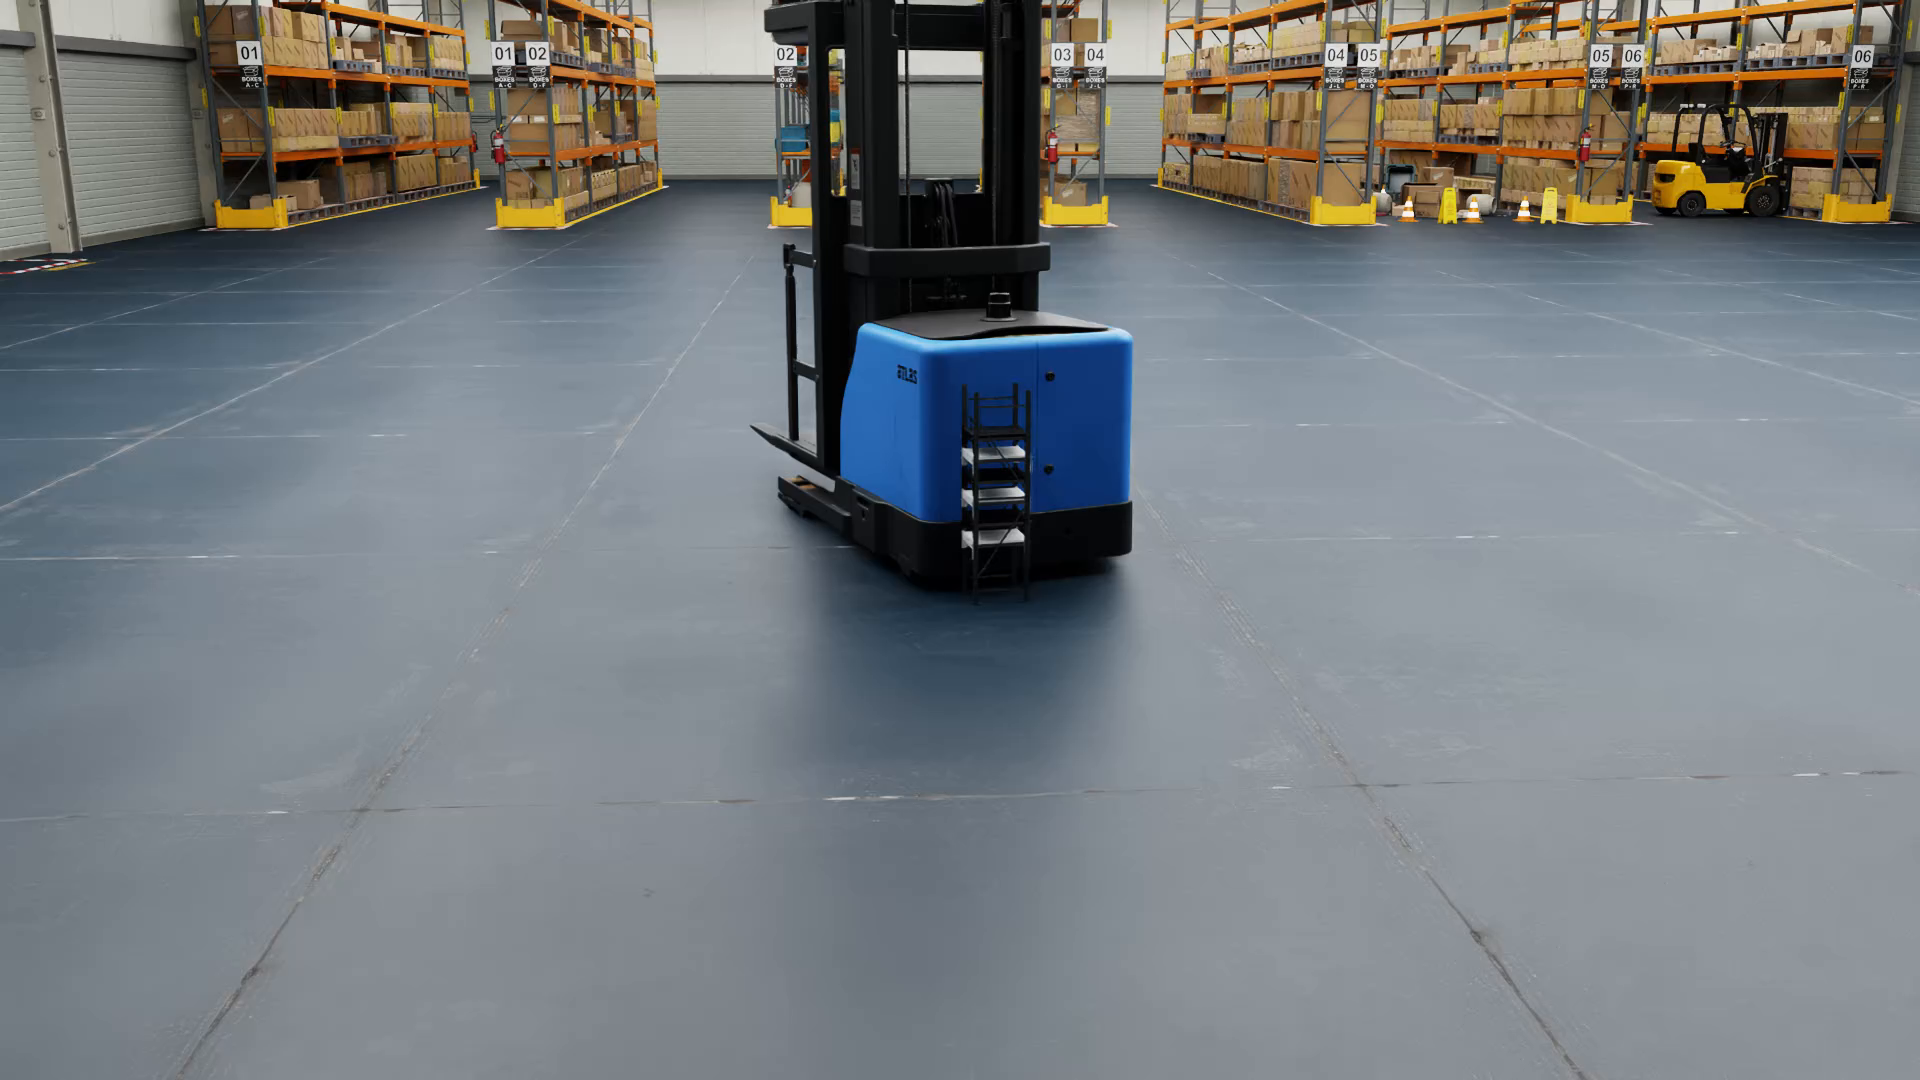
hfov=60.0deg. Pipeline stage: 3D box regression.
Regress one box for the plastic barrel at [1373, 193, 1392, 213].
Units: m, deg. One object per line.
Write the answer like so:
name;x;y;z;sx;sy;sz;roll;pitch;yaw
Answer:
plastic barrel;8.447;-6.820;33.683;0.512;0.421;0.421;10;18;35

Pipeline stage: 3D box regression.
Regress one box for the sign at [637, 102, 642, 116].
sign;-7.941;-10.682;41.201;0.100;0.325;0.005;-1;14;-3

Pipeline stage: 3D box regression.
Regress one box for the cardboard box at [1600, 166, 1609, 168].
cardboard box;16.139;-8.978;41.075;0.500;0.500;0.500;-1;14;-5

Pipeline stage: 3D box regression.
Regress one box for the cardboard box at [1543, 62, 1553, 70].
cardboard box;11.587;-9.230;32.363;0.380;0.149;0.250;-1;14;-4

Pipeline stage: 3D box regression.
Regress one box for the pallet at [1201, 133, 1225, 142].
pallet;6.434;-9.720;40.168;1.003;0.211;1.213;-1;14;-3

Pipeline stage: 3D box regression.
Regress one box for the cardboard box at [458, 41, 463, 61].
cardboard box;-13.368;-12.847;43.670;0.500;0.500;0.500;-1;14;-4

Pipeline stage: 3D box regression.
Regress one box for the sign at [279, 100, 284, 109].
sign;-13.496;-8.597;33.094;0.100;0.325;0.005;-1;14;-3

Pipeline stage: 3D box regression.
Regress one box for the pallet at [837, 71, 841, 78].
pallet;-3.331;-11.074;39.404;1.003;0.211;1.213;-1;14;-3

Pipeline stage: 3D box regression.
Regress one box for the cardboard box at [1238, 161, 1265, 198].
cardboard box;6.661;-7.833;36.122;1.050;0.750;0.750;-1;14;-3

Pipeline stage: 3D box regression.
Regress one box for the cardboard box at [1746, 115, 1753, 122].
cardboard box;16.509;-8.720;34.395;0.380;0.149;0.250;-1;14;-2

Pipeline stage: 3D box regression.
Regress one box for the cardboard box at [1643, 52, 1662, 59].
cardboard box;16.169;-11.298;38.802;0.380;0.149;0.250;0;14;-2

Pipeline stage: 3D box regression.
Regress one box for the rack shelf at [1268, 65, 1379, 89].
rack shelf;6.969;-8.933;32.149;1.077;0.370;4.000;-1;14;-3

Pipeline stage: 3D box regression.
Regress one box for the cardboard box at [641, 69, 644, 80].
cardboard box;-8.334;-11.866;42.406;0.500;0.250;0.500;-1;14;-3

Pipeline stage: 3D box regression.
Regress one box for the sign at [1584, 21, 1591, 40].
sign;11.472;-9.311;30.397;0.100;0.325;0.005;-1;14;-3

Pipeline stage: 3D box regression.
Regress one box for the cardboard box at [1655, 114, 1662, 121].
cardboard box;16.230;-9.712;38.252;0.380;0.149;0.250;-1;14;-2

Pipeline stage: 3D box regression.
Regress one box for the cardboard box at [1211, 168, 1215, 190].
cardboard box;6.268;-8.603;39.615;0.500;0.500;0.500;0;14;-1

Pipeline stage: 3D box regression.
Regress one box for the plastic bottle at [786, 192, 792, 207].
plastic bottle;-3.346;-6.610;32.282;0.152;0.276;0.135;-1;14;-3

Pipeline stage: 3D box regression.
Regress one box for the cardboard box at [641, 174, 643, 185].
cardboard box;-8.304;-9.131;42.008;0.500;0.311;0.500;-1;14;-3

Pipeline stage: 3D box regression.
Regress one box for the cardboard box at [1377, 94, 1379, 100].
cardboard box;11.034;-11.465;43.058;0.380;0.149;0.250;-1;14;-3

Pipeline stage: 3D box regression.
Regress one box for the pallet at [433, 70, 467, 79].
pallet;-13.630;-12.255;43.795;1.003;0.211;1.213;-1;14;-3

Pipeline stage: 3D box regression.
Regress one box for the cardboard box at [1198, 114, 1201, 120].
cardboard box;5.996;-10.259;40.346;0.380;0.149;0.250;0;14;-1

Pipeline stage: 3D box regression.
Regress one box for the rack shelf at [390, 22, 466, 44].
rack shelf;-13.562;-12.896;42.333;1.077;0.370;4.000;-1;14;-3

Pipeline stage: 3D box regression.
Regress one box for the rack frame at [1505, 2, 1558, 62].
rack frame;11.780;-11.333;34.014;1.000;3.000;0.127;-1;14;-3

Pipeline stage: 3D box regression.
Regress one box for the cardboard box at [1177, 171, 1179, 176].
cardboard box;6.019;-9.818;44.446;0.380;0.149;0.250;0;14;-1

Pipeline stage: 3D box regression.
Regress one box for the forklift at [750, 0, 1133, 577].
forklift;-0.296;-1.578;8.278;1.130;2.935;3.031;-7;16;-24

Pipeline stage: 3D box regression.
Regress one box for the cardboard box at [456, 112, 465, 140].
cardboard box;-13.588;-10.867;43.642;0.980;0.700;0.700;-1;14;-4

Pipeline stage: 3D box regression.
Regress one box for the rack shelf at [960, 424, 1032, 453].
rack shelf;0.149;-0.422;6.912;0.258;0.077;0.200;-3;15;-13

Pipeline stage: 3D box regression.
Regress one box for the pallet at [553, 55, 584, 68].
pallet;-7.920;-9.321;32.390;1.003;0.211;1.213;-1;14;-3

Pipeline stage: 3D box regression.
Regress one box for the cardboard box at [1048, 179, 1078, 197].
cardboard box;2.034;-6.872;32.888;0.500;0.500;0.500;-2;15;-8

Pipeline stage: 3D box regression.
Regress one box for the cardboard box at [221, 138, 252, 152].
cardboard box;-12.917;-7.101;29.865;0.500;0.250;0.500;-1;14;-3

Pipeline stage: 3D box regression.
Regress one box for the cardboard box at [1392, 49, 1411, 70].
cardboard box;11.049;-11.898;41.186;0.500;0.500;0.500;-1;14;-4

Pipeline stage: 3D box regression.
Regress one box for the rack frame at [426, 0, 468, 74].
rack frame;-13.686;-13.935;44.127;1.000;3.000;0.127;-1;14;-3

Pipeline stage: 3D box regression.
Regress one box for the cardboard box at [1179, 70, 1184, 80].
cardboard box;5.999;-12.064;43.177;0.500;0.250;0.500;-1;14;-4

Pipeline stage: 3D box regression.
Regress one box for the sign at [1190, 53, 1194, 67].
sign;5.809;-12.008;41.621;0.100;0.325;0.005;-1;14;-3

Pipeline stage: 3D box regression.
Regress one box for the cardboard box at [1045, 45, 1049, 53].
cardboard box;1.783;-9.050;30.662;0.380;0.149;0.250;-2;15;-6

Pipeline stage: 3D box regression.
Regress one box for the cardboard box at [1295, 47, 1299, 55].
cardboard box;6.641;-9.371;31.868;0.380;0.149;0.250;-1;14;-3

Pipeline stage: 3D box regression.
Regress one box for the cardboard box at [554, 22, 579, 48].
cardboard box;-7.997;-10.223;33.674;0.500;0.500;0.500;-1;14;-3

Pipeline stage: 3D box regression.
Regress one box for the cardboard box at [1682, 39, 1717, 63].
cardboard box;16.351;-10.816;36.780;0.500;0.500;0.500;-1;14;-2

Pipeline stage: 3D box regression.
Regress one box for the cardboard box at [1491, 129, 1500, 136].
cardboard box;11.472;-8.633;35.221;0.380;0.149;0.250;-1;14;-3

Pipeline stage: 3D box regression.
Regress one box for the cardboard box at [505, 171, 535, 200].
cardboard box;-8.081;-6.492;30.407;0.500;0.500;0.500;-1;14;-3

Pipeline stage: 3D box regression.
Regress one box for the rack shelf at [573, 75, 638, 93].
rack shelf;-8.370;-10.719;39.092;1.077;0.370;4.000;-1;14;-3

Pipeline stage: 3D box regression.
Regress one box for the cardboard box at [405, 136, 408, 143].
cardboard box;-13.087;-9.333;38.745;0.380;0.149;0.250;-1;14;-3

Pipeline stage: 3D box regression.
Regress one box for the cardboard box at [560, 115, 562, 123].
cardboard box;-7.626;-7.848;31.006;0.380;0.149;0.250;-1;14;-5

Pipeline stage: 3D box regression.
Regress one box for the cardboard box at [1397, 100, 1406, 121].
cardboard box;11.112;-10.585;40.940;0.500;0.500;0.500;-1;14;-5

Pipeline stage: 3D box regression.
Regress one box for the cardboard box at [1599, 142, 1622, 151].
cardboard box;12.213;-7.399;31.267;0.380;0.149;0.250;-1;14;-3

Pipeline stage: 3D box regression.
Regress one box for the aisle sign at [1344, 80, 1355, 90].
aisle sign;10.742;-12.684;46.089;0.394;0.787;0.004;-1;14;-3

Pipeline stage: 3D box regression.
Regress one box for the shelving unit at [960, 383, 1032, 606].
shelving unit;0.149;-0.193;6.971;0.258;0.900;0.210;-3;15;-13

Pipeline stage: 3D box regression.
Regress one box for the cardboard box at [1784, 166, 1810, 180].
cardboard box;16.563;-7.228;32.769;0.500;0.250;0.500;-1;14;-3

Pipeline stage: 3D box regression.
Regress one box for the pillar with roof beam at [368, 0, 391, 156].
pillar with roof beam;-10.048;-13.167;41.144;9.100;9.000;0.400;-1;14;-3

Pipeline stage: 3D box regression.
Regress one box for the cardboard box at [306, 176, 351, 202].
cardboard box;-13.005;-7.231;34.242;0.700;0.500;0.500;0;14;-2

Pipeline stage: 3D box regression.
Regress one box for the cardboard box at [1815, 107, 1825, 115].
cardboard box;16.660;-8.228;31.888;0.380;0.149;0.250;-1;14;-2

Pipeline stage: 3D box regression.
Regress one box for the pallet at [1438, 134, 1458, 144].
pallet;11.682;-9.154;37.969;1.213;0.211;1.003;-1;14;-3

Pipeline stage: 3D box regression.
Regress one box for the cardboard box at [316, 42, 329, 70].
cardboard box;-12.664;-9.434;32.411;0.500;0.500;0.500;0;14;-2

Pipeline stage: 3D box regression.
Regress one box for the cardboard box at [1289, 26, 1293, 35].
cardboard box;6.609;-9.883;32.258;0.380;0.149;0.250;-1;14;-4

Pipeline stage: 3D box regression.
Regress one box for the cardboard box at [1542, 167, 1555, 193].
cardboard box;11.682;-6.993;32.355;0.500;0.500;0.500;0;14;-1
